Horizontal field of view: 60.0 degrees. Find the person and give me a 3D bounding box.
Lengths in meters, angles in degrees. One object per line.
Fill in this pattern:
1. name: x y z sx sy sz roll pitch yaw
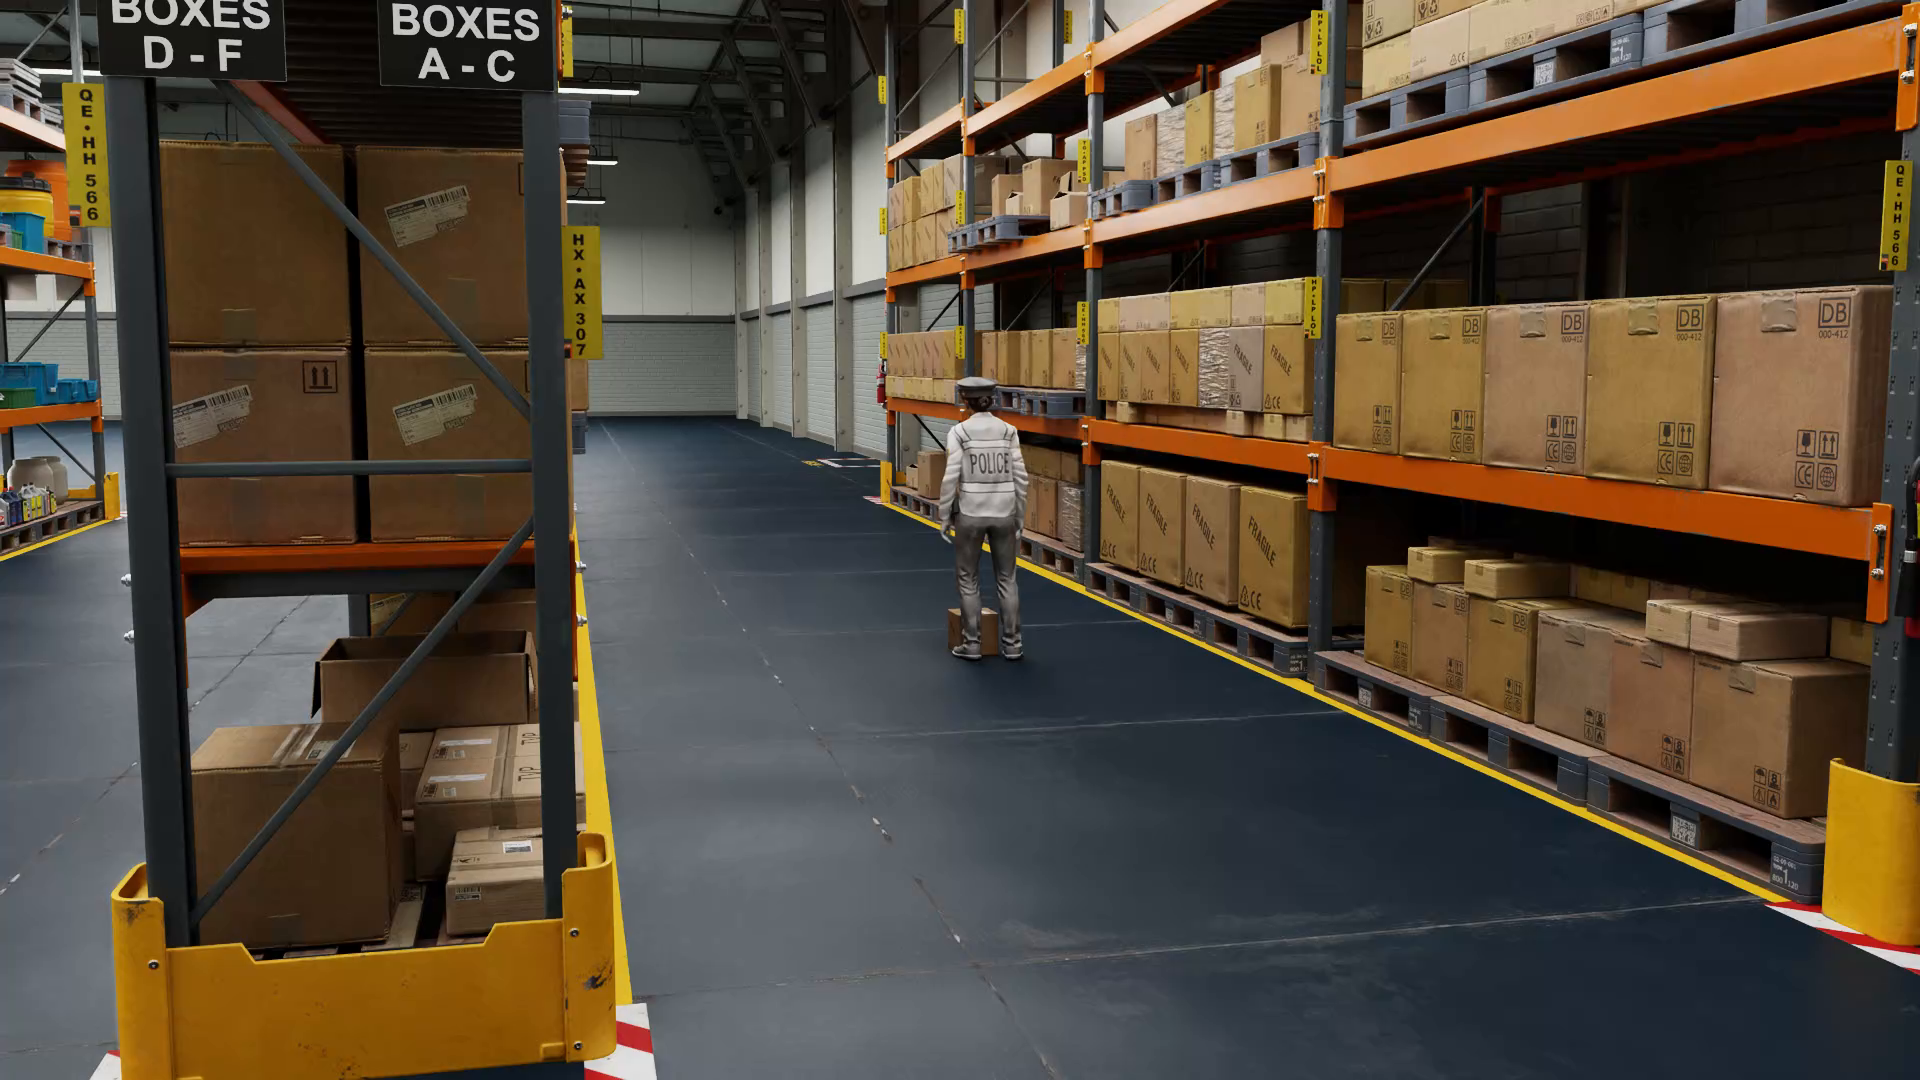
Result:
1. person: 0.133 -0.122 9.787 0.540 1.663 0.405 -2 6 -15
